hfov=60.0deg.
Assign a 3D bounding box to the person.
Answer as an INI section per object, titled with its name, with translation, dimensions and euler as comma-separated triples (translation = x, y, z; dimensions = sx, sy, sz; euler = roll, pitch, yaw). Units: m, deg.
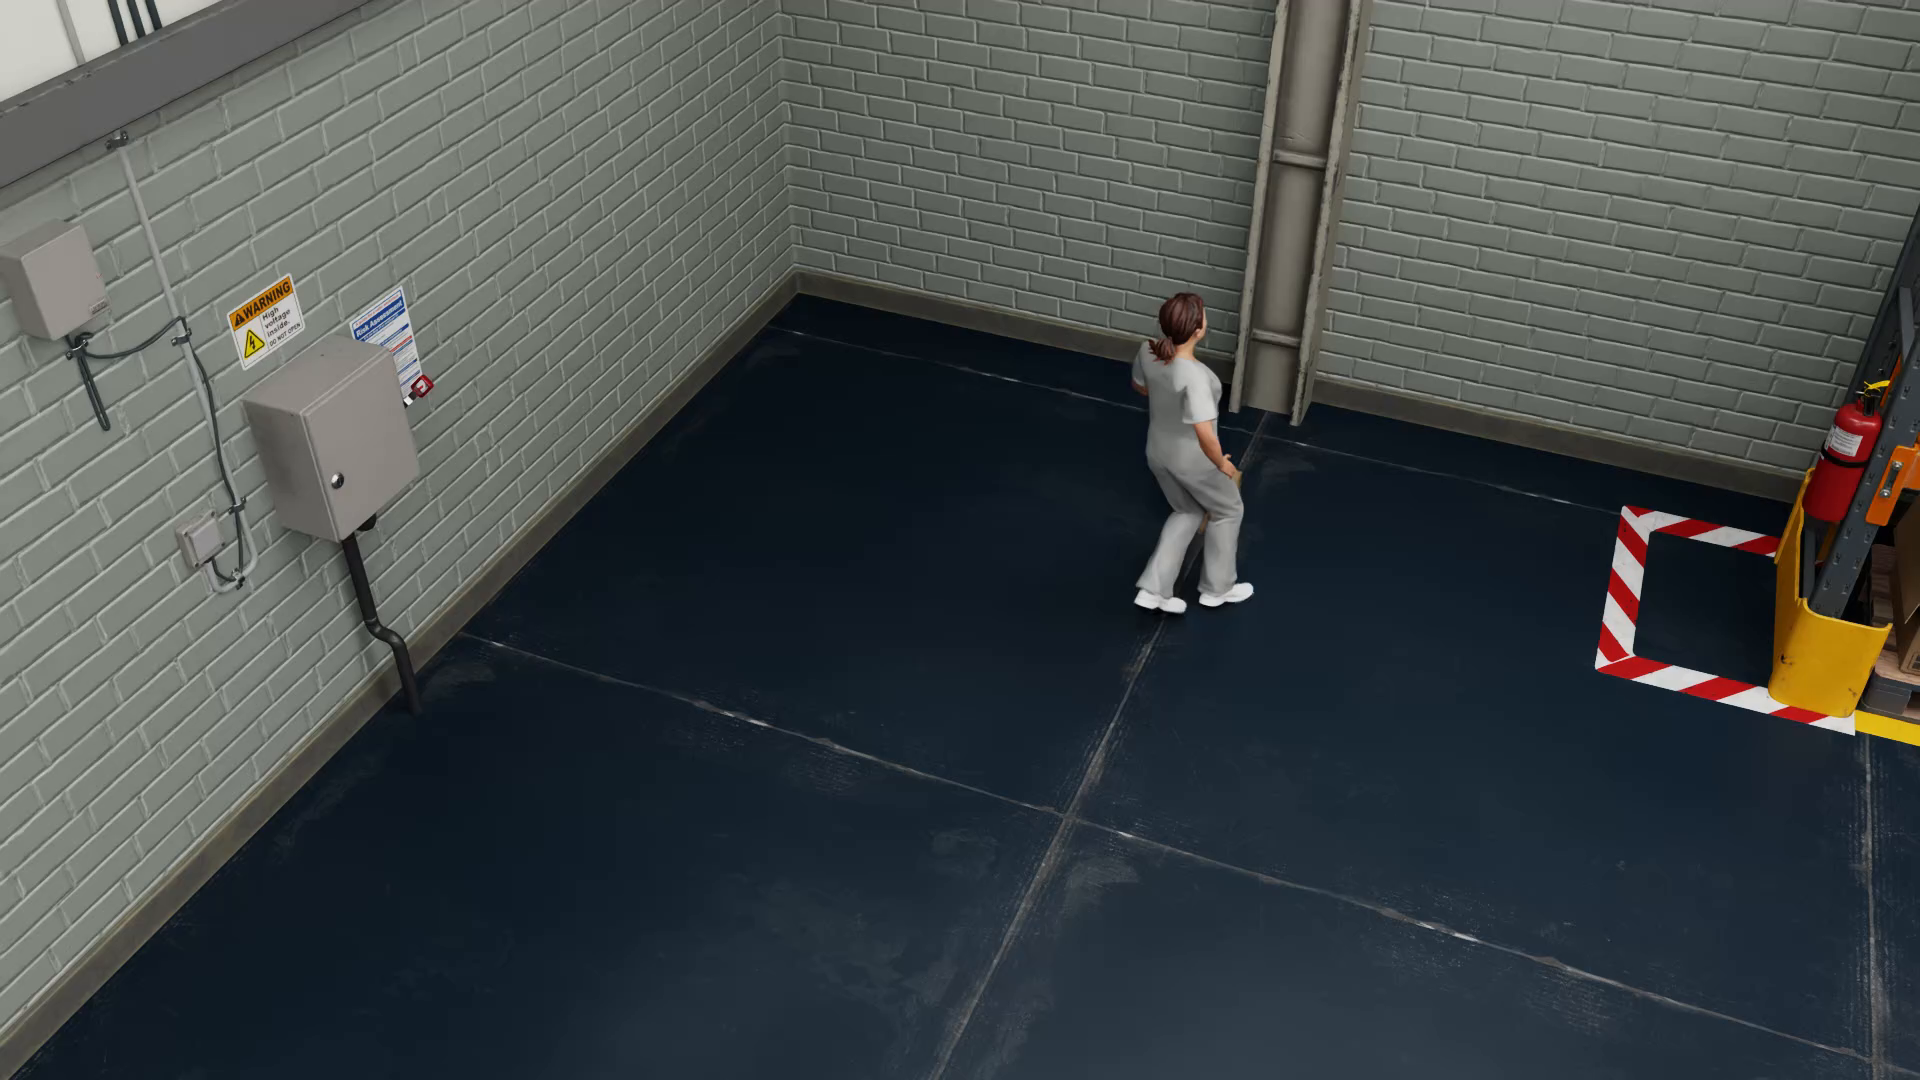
[person]
translation = 1.005, -0.377, 7.369
dimensions = 0.676, 1.647, 0.618
euler = -25, 44, -28
